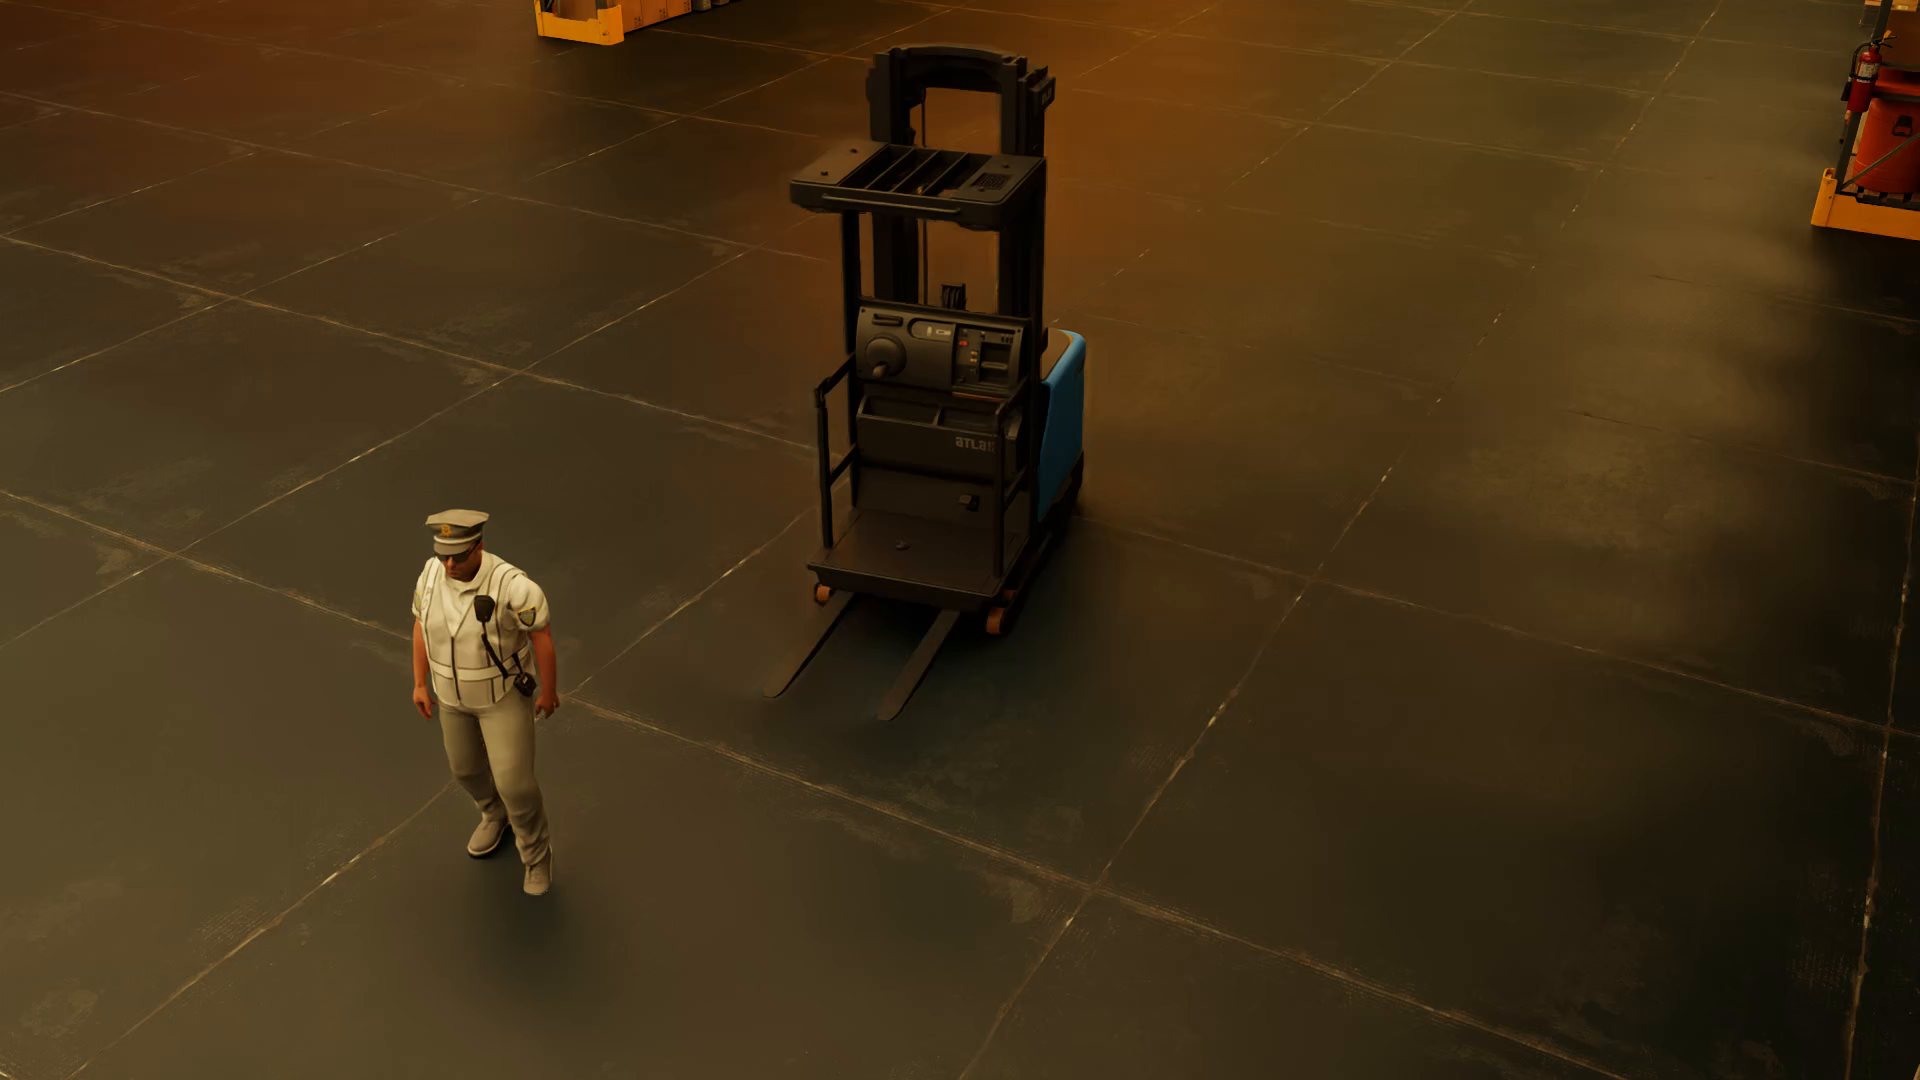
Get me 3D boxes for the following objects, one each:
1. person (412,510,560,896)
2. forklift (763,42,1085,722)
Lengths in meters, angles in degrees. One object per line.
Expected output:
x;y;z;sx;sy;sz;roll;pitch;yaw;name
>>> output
-2.065;0.696;7.120;0.627;1.813;0.534;7;31;13;person
-0.180;-0.970;8.752;1.130;2.935;3.031;9;31;16;forklift
